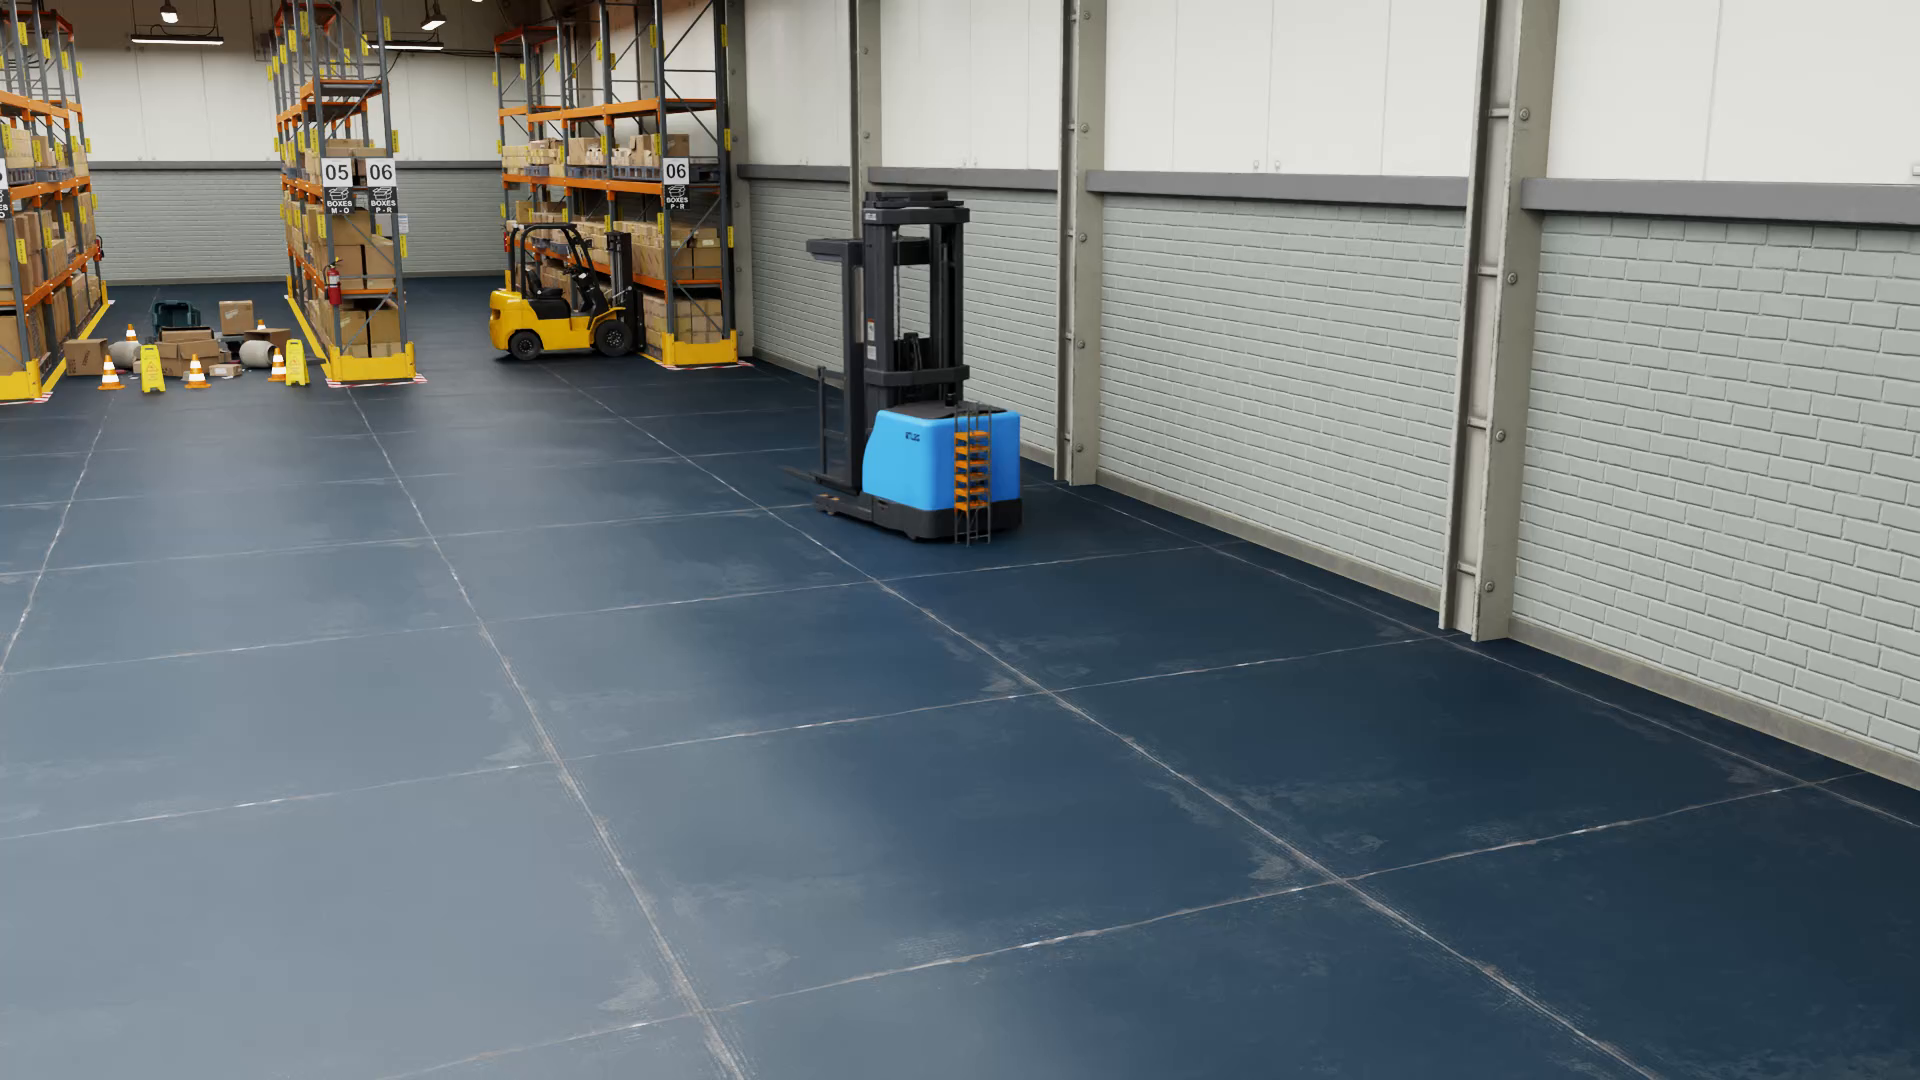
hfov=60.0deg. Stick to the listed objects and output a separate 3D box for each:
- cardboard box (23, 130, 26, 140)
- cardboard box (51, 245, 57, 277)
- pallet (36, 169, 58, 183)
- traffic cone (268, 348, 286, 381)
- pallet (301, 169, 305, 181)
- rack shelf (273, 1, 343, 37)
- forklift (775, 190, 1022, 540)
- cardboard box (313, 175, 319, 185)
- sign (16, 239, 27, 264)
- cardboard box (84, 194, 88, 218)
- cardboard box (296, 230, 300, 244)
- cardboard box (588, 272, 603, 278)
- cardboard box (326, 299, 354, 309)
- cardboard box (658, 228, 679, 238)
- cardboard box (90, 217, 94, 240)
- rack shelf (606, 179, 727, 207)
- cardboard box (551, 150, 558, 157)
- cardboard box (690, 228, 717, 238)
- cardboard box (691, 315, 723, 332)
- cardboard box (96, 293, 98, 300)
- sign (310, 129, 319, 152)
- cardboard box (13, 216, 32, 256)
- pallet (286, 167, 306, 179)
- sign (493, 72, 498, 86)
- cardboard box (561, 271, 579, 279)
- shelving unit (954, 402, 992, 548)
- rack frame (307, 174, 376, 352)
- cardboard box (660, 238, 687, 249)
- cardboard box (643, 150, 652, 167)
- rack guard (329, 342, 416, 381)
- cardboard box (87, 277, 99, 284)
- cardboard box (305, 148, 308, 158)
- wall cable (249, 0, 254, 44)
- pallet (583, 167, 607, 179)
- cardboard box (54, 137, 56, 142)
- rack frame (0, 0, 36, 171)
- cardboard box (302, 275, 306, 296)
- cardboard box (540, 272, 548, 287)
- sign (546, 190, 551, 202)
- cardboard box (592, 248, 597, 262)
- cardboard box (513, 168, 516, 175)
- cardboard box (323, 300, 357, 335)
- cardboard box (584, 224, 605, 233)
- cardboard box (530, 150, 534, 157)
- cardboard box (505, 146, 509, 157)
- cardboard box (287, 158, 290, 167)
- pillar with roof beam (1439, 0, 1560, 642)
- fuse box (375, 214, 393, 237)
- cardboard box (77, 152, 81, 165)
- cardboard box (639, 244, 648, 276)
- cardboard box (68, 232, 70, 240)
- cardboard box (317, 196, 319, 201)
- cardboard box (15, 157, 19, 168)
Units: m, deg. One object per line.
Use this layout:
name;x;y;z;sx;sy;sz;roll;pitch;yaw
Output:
cardboard box;-14.074;-6.001;24.630;0.380;0.149;0.250;-5;14;-22
cardboard box;-14.981;-4.509;26.978;0.500;0.500;0.500;-6;14;-23
pallet;-15.659;-6.060;27.667;1.003;0.211;1.213;-5;14;-20
traffic cone;-10.071;-2.601;24.582;0.336;0.463;0.334;-6;14;-23
pallet;-10.887;-6.412;29.186;1.213;0.211;1.003;-6;14;-23
rack shelf;-12.722;-10.122;32.372;1.077;0.370;4.000;-6;14;-23
forklift;-0.708;-1.709;15.254;1.130;2.935;3.031;-9;16;-34
cardboard box;-9.772;-5.565;25.668;0.380;0.149;0.250;-6;14;-24
sign;-12.701;-3.906;22.498;0.100;0.325;0.005;-6;14;-23
cardboard box;-18.575;-6.991;34.823;0.500;0.500;0.500;-6;14;-25
cardboard box;-12.781;-5.975;32.756;0.500;0.250;0.500;-6;14;-24
cardboard box;-7.553;-5.507;34.684;0.380;0.149;0.250;-5;14;-22
cardboard box;-9.485;-3.623;25.435;0.380;0.149;0.250;-5;14;-21
cardboard box;-4.634;-4.927;26.683;0.380;0.149;0.250;-6;14;-23
cardboard box;-19.003;-6.719;35.869;0.500;0.500;0.500;-6;14;-24
rack shelf;-4.971;-5.838;27.884;1.077;0.370;4.000;-6;14;-23
cardboard box;-8.200;-7.954;34.223;0.380;0.149;0.250;-6;14;-24
cardboard box;-4.109;-4.912;26.621;0.380;0.149;0.250;-6;14;-24
cardboard box;-4.168;-3.538;27.063;0.500;0.250;0.500;-5;14;-22
cardboard box;-18.726;-5.225;35.684;0.380;0.149;0.250;-6;14;-25
sign;-9.233;-5.711;23.779;0.100;0.325;0.005;-6;14;-23
cardboard box;-13.729;-4.309;23.609;0.875;0.550;0.550;-6;14;-23
pallet;-12.228;-7.015;31.794;1.213;0.211;1.003;-5;14;-20
sign;-11.076;-10.987;39.636;0.100;0.325;0.005;-6;14;-23
cardboard box;-8.172;-5.571;34.960;0.380;0.149;0.250;-6;14;-24
shelving unit;0.109;-0.550;14.087;0.258;1.200;0.189;-9;16;-34
rack frame;-10.319;-4.691;27.986;1.000;3.000;0.127;-6;14;-23
cardboard box;-4.566;-4.725;26.472;0.380;0.149;0.250;-5;14;-22
cardboard box;-4.882;-6.159;26.822;0.396;0.266;0.258;-6;14;-23
rack guard;-8.747;-2.663;24.765;1.175;0.500;0.348;-6;14;-23
cardboard box;-18.908;-5.622;36.081;0.380;0.149;0.250;-6;14;-24
cardboard box;-10.492;-6.324;27.178;0.380;0.149;0.250;-6;14;-24
wall cable;-19.080;-14.025;41.706;2.355;3.000;0.029;-6;14;-23
pallet;-6.570;-6.973;31.612;1.003;0.211;1.213;-5;14;-20
cardboard box;-16.532;-7.147;30.028;0.396;0.266;0.258;-6;14;-23
rack frame;-14.814;-7.146;25.288;1.000;3.000;0.127;-6;14;-23
cardboard box;-14.036;-5.624;36.770;0.875;0.438;0.875;-6;14;-25
cardboard box;-8.989;-5.659;36.783;0.500;0.500;0.500;-5;14;-21
sign;-10.063;-8.383;40.671;0.100;0.325;0.005;-6;14;-23
cardboard box;-6.591;-5.356;31.193;0.500;0.250;0.500;-6;14;-23
cardboard box;-10.139;-8.546;38.547;0.380;0.149;0.250;-6;14;-23
cardboard box;-9.899;-3.558;26.595;0.500;0.500;0.500;-5;14;-20
cardboard box;-6.990;-5.973;31.865;0.380;0.149;0.250;-5;14;-22
cardboard box;-9.024;-8.324;35.775;0.380;0.149;0.250;-6;14;-24
cardboard box;-10.445;-9.175;39.272;0.500;0.250;0.500;-6;14;-23
cardboard box;-13.337;-7.603;33.502;0.380;0.166;0.250;-7;15;-27
pillar with roof beam;-0.357;-3.354;8.905;9.100;9.000;0.400;-6;14;-23
fuse box;-15.423;-7.865;44.557;0.539;1.711;0.414;-6;14;-23
cardboard box;-18.376;-7.837;34.152;0.500;0.250;0.500;-5;14;-22
cardboard box;-5.013;-4.654;27.605;0.500;0.500;0.500;-6;14;-24
cardboard box;-17.147;-5.767;31.599;0.380;0.149;0.250;-6;14;-23
cardboard box;-13.529;-7.336;35.536;0.380;0.149;0.250;-5;14;-22
cardboard box;-13.460;-5.297;23.357;0.380;0.149;0.250;-6;14;-23
